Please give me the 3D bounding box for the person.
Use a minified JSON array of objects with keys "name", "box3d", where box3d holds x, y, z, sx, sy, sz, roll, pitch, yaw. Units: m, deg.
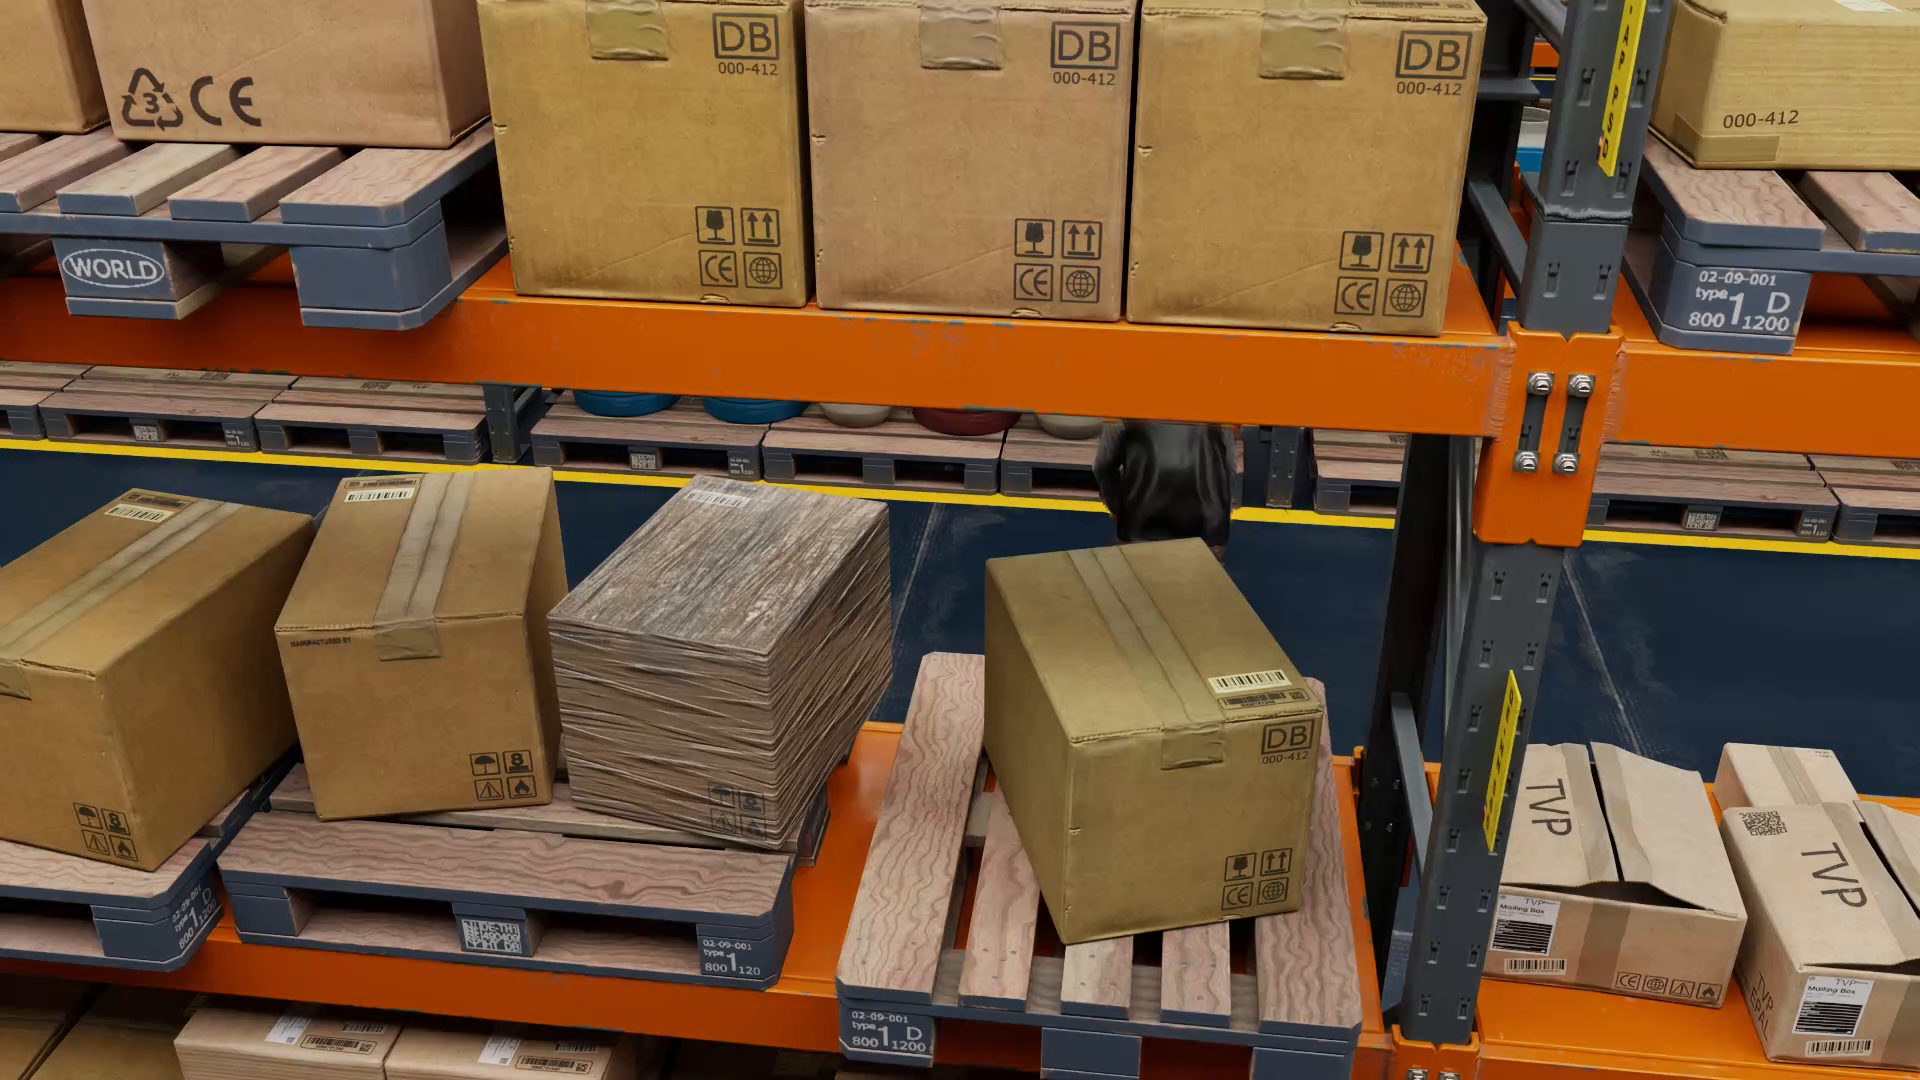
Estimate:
[{"name":"person","box3d":[0.825,-0.088,6.775,0.588,1.289,0.767,3,28,6]}]
